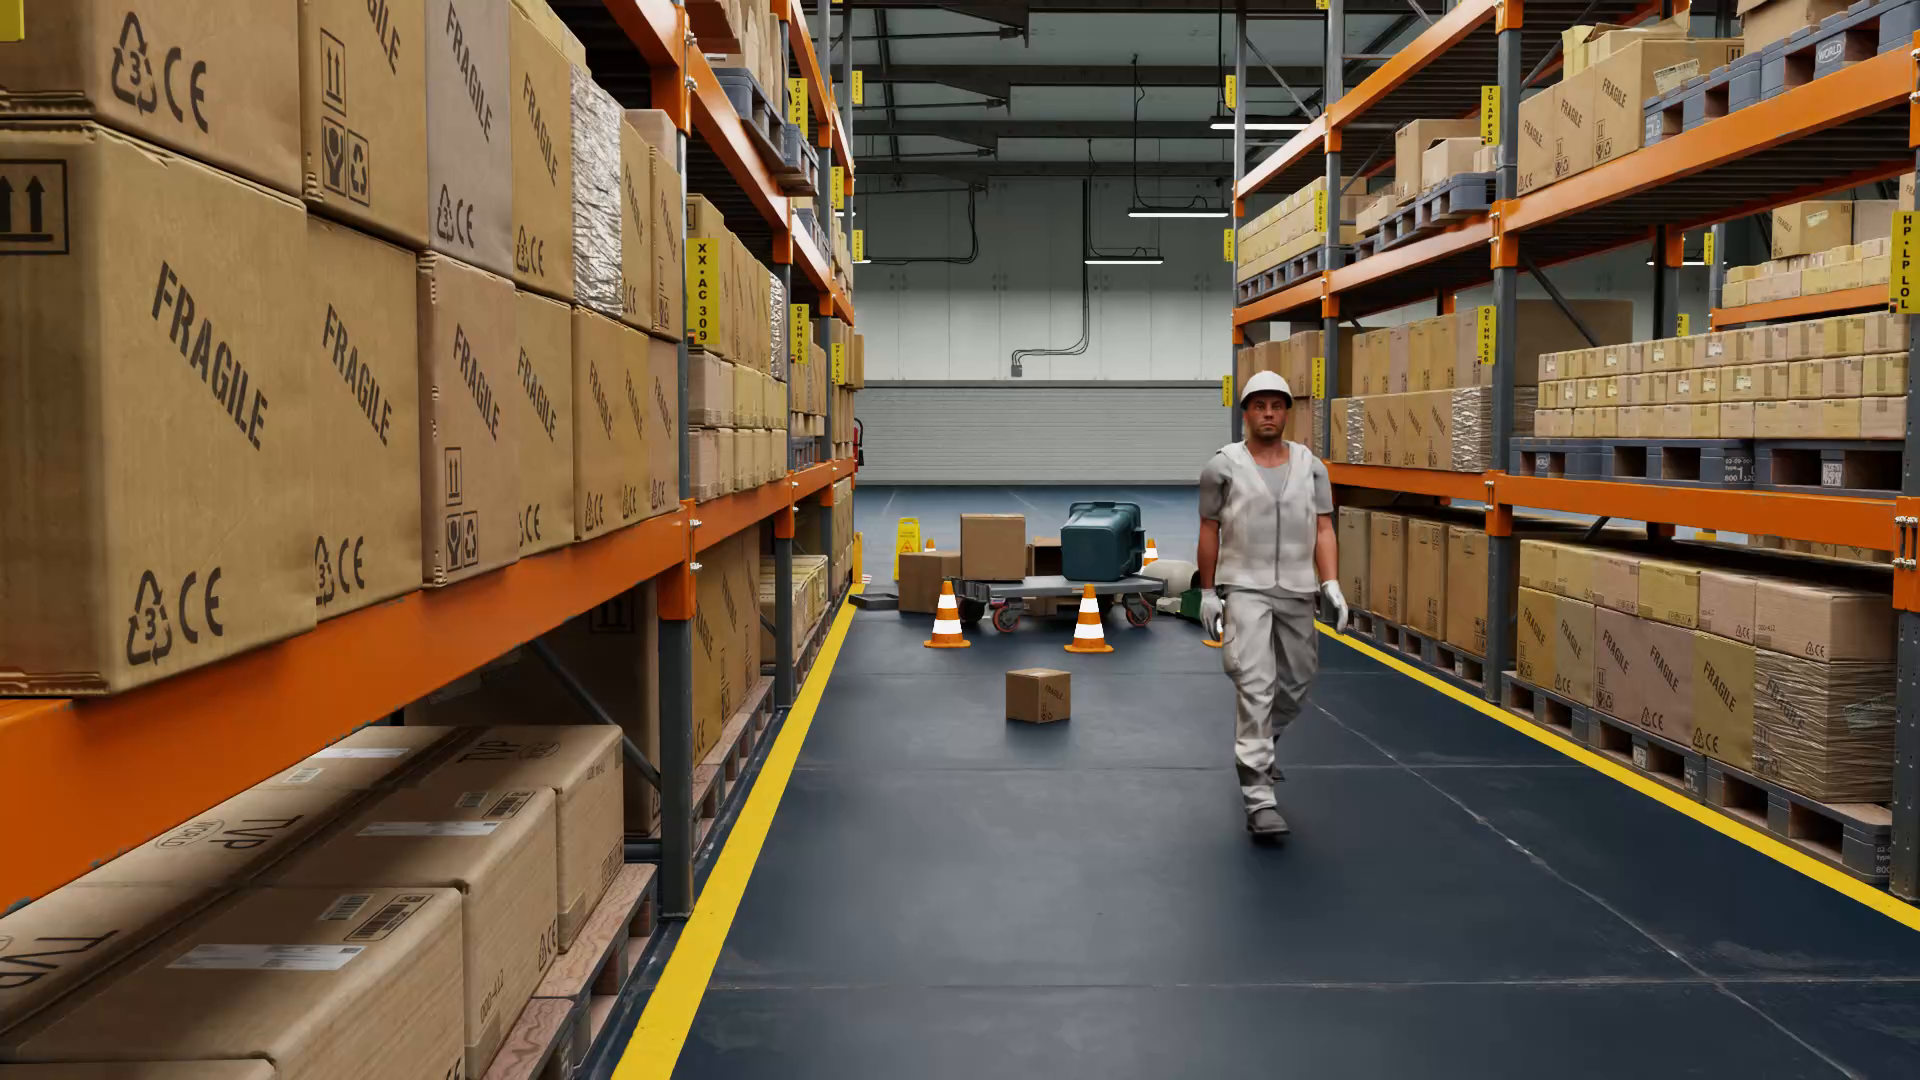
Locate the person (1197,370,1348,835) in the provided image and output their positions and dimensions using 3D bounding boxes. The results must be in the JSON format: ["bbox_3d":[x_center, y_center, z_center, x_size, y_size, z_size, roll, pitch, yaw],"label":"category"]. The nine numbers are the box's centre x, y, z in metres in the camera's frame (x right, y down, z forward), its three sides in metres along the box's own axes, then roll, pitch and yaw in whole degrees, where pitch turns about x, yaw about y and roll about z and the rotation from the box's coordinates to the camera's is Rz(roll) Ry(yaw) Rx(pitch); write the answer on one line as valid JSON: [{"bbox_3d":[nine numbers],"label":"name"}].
[{"bbox_3d":[1.209,0.217,6.534,0.531,1.759,0.954,0,4,-7],"label":"person"}]
